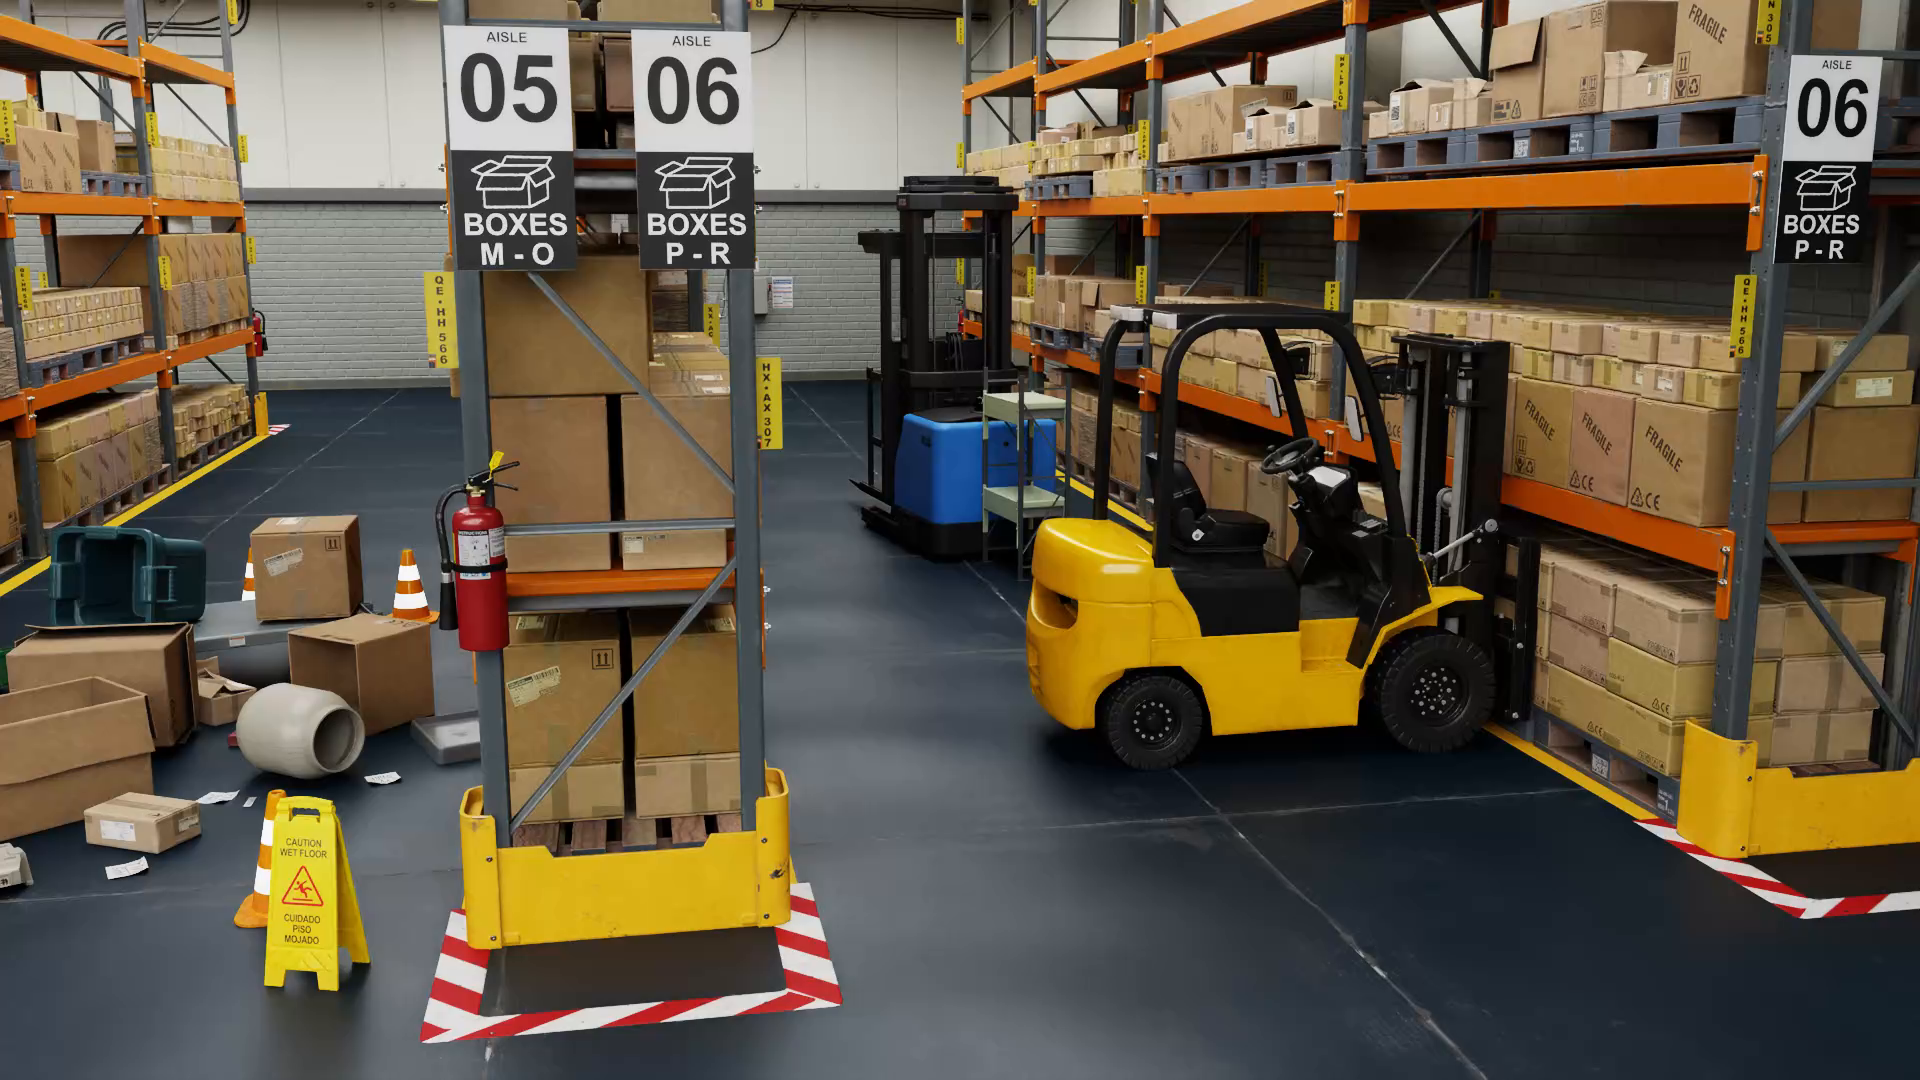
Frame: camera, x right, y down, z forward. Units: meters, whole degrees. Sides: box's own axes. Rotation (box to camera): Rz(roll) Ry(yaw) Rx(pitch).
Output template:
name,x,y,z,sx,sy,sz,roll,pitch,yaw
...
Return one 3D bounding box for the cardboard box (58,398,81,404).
name,x,y,z,sx,sy,sz,roll,pitch,yaw
cardboard box,-8.395,-1.146,15.253,0.500,0.250,0.500,-2,11,-9

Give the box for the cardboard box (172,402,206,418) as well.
name,x,y,z,sx,sy,sz,roll,pitch,yaw
cardboard box,-8.385,-1.405,17.966,0.380,0.149,0.250,-2,11,-10

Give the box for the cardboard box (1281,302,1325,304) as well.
name,x,y,z,sx,sy,sz,roll,pitch,yaw
cardboard box,2.730,-1.774,12.994,0.380,0.149,0.250,-2,11,-12

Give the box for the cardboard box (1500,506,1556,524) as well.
name,x,y,z,sx,sy,sz,roll,pitch,yaw
cardboard box,3.358,-0.033,9.402,0.500,0.250,0.500,-2,11,-11

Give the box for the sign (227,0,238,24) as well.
name,x,y,z,sx,sy,sz,roll,pitch,yaw
sign,-8.615,-6.276,19.682,0.100,0.325,0.005,-2,11,-11

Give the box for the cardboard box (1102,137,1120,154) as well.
name,x,y,z,sx,sy,sz,roll,pitch,yaw
cardboard box,1.539,-3.674,15.496,0.380,0.149,0.250,-2,11,-12

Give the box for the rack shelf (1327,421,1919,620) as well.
name,x,y,z,sx,sy,sz,roll,pitch,yaw
rack shelf,3.264,-0.235,8.830,1.077,0.370,4.000,-2,11,-11

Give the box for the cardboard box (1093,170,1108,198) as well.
name,x,y,z,sx,sy,sz,roll,pitch,yaw
cardboard box,1.563,-3.357,15.693,0.500,0.250,0.500,-2,11,-11

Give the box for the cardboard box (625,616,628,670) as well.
name,x,y,z,sx,sy,sz,roll,pitch,yaw
cardboard box,-2.029,0.586,8.824,0.500,0.250,0.500,-1,11,-8

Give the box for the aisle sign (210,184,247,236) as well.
name,x,y,z,sx,sy,sz,roll,pitch,yaw
aisle sign,-8.883,-4.077,20.143,0.394,0.787,0.004,-2,11,-11

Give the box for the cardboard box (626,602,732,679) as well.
name,x,y,z,sx,sy,sz,roll,pitch,yaw
cardboard box,-1.212,0.478,7.388,0.500,0.500,0.500,-3,11,-13

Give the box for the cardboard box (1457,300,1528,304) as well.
name,x,y,z,sx,sy,sz,roll,pitch,yaw
cardboard box,3.241,-1.374,10.093,0.380,0.149,0.250,-2,11,-13

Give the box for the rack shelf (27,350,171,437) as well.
name,x,y,z,sx,sy,sz,roll,pitch,yaw
rack shelf,-7.996,-1.322,14.544,1.077,0.370,4.000,-2,11,-11

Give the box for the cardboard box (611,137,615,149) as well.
name,x,y,z,sx,sy,sz,roll,pitch,yaw
cardboard box,-1.426,-1.790,7.728,0.380,0.149,0.250,-2,11,-12

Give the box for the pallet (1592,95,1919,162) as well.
name,x,y,z,sx,sy,sz,roll,pitch,yaw
pallet,3.540,-1.782,7.250,1.003,0.211,1.213,-2,11,-11

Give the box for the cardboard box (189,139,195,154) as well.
name,x,y,z,sx,sy,sz,roll,pitch,yaw
cardboard box,-8.477,-4.236,17.906,0.380,0.149,0.250,-2,11,-13

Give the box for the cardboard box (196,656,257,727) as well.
name,x,y,z,sx,sy,sz,roll,pitch,yaw
cardboard box,-3.940,0.797,8.799,0.396,0.266,0.258,9,14,38

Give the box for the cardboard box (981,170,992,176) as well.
name,x,y,z,sx,sy,sz,roll,pitch,yaw
cardboard box,0.565,-4.424,20.498,0.500,0.250,0.500,-2,11,-13

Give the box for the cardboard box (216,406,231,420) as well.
name,x,y,z,sx,sy,sz,roll,pitch,yaw
cardboard box,-8.565,-1.452,19.007,0.380,0.149,0.250,-2,11,-10

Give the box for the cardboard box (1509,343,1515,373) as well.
name,x,y,z,sx,sy,sz,roll,pitch,yaw
cardboard box,2.960,-0.970,8.769,0.380,0.149,0.250,-2,11,-12

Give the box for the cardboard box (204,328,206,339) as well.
name,x,y,z,sx,sy,sz,roll,pitch,yaw
cardboard box,-8.521,-2.270,18.272,0.380,0.149,0.250,-2,11,-9

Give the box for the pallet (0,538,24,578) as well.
name,x,y,z,sx,sy,sz,roll,pitch,yaw
pallet,-7.528,0.209,12.036,1.003,0.211,1.213,-2,11,-11

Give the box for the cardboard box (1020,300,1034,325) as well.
name,x,y,z,sx,sy,sz,roll,pitch,yaw
cardboard box,0.980,-2.579,18.829,0.500,0.250,0.500,-2,11,-10

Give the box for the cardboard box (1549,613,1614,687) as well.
name,x,y,z,sx,sy,sz,roll,pitch,yaw
cardboard box,3.164,0.507,7.902,0.500,0.250,0.500,-2,11,-12

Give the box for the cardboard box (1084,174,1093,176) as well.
name,x,y,z,sx,sy,sz,roll,pitch,yaw
cardboard box,1.518,-3.930,17.581,0.380,0.149,0.250,-2,11,-9

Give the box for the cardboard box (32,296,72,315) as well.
name,x,y,z,sx,sy,sz,roll,pitch,yaw
cardboard box,-7.711,-1.968,13.972,0.380,0.149,0.250,-2,11,-8

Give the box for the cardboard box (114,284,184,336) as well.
name,x,y,z,sx,sy,sz,roll,pitch,yaw
cardboard box,-8.235,-2.338,16.892,0.500,0.500,0.500,-2,11,-12

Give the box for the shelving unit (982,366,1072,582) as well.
name,x,y,z,sx,sy,sz,roll,pitch,yaw
shelving unit,0.487,-0.511,12.370,0.431,1.500,0.755,-4,11,-19

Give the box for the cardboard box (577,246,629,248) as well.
name,x,y,z,sx,sy,sz,roll,pitch,yaw
cardboard box,-1.972,-1.184,8.157,0.700,0.500,0.500,-2,11,-12

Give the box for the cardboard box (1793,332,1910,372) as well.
name,x,y,z,sx,sy,sz,roll,pitch,yaw
cardboard box,3.797,-0.804,7.103,0.380,0.149,0.250,-2,11,-12

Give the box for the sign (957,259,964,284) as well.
name,x,y,z,sx,sy,sz,roll,pitch,yaw
sign,0.008,-3.561,22.069,0.100,0.325,0.005,-2,11,-11

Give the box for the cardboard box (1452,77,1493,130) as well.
name,x,y,z,sx,sy,sz,roll,pitch,yaw
cardboard box,2.865,-2.334,8.886,0.396,0.266,0.258,-2,11,-12

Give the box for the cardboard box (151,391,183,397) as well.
name,x,y,z,sx,sy,sz,roll,pitch,yaw
cardboard box,-9.170,-1.626,19.127,0.380,0.149,0.250,-3,11,-14

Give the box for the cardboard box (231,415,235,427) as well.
name,x,y,z,sx,sy,sz,roll,pitch,yaw
cardboard box,-8.740,-1.398,19.519,0.380,0.149,0.250,-2,11,-11

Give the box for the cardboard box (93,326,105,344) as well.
name,x,y,z,sx,sy,sz,roll,pitch,yaw
cardboard box,-7.857,-1.821,14.789,0.380,0.149,0.250,-2,11,-9

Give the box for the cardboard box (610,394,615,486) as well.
name,x,y,z,sx,sy,sz,roll,pitch,yaw
cardboard box,-1.778,-0.509,7.283,0.500,0.500,0.500,-2,11,-11

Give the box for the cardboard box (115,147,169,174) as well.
name,x,y,z,sx,sy,sz,roll,pitch,yaw
cardboard box,-8.244,-3.785,16.600,0.500,0.250,0.500,-2,11,-9

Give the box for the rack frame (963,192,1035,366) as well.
name,x,y,z,sx,sy,sz,roll,pitch,yaw
rack frame,0.541,-3.156,22.254,1.000,3.000,0.127,-2,11,-11

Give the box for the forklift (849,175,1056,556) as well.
name,x,y,z,sx,sy,sz,roll,pitch,yaw
forklift,-0.209,-1.550,13.999,1.130,2.935,3.031,-4,11,-19

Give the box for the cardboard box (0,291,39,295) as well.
name,x,y,z,sx,sy,sz,roll,pitch,yaw
cardboard box,-8.606,-2.185,15.109,0.380,0.149,0.250,-2,11,-12

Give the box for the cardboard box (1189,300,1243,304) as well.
name,x,y,z,sx,sy,sz,roll,pitch,yaw
cardboard box,2.061,-1.844,13.362,0.380,0.149,0.250,-2,11,-10

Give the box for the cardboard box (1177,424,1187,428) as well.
name,x,y,z,sx,sy,sz,roll,pitch,yaw
cardboard box,2.213,-0.845,15.675,0.500,0.500,0.500,-2,11,-11

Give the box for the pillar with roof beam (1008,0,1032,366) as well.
name,x,y,z,sx,sy,sz,roll,pitch,yaw
pillar with roof beam,-3.322,-6.473,23.640,9.100,9.000,0.400,-2,11,-11

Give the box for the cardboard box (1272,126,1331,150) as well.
name,x,y,z,sx,sy,sz,roll,pitch,yaw
cardboard box,2.363,-2.751,11.386,0.380,0.149,0.250,-2,11,-11

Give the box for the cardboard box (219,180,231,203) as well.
name,x,y,z,sx,sy,sz,roll,pitch,yaw
cardboard box,-8.709,-4.009,19.114,0.500,0.250,0.500,-2,11,-11

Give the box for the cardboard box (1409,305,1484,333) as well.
name,x,y,z,sx,sy,sz,roll,pitch,yaw
cardboard box,2.793,-1.257,9.482,0.380,0.149,0.250,-2,11,-10

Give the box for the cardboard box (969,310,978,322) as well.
name,x,y,z,sx,sy,sz,roll,pitch,yaw
cardboard box,0.335,-2.962,21.908,0.380,0.149,0.250,-2,11,-11

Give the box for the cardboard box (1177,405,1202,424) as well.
name,x,y,z,sx,sy,sz,roll,pitch,yaw
cardboard box,2.149,-1.185,15.726,0.380,0.149,0.250,-2,11,-10

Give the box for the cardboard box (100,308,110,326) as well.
name,x,y,z,sx,sy,sz,roll,pitch,yaw
cardboard box,-7.910,-2.014,15.008,0.380,0.149,0.250,-3,11,-14

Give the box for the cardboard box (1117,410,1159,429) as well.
name,x,y,z,sx,sy,sz,roll,pitch,yaw
cardboard box,1.669,-1.116,15.363,0.380,0.149,0.250,-3,11,-14

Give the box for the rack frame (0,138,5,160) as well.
name,x,y,z,sx,sy,sz,roll,pitch,yaw
rack frame,-7.607,-4.256,11.989,1.000,3.000,0.127,-2,11,-11

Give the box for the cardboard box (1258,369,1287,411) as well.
name,x,y,z,sx,sy,sz,roll,pitch,yaw
cardboard box,2.417,-1.056,11.623,0.500,0.250,0.500,-2,11,-11

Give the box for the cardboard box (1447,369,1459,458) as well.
name,x,y,z,sx,sy,sz,roll,pitch,yaw
cardboard box,2.922,-0.725,9.217,0.500,0.500,0.500,-2,11,-12

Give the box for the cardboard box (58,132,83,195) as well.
name,x,y,z,sx,sy,sz,roll,pitch,yaw
cardboard box,-7.664,-3.129,13.822,0.500,0.500,0.500,-2,11,-11

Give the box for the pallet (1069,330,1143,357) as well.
name,x,y,z,sx,sy,sz,roll,pitch,yaw
pallet,1.714,-1.951,16.436,1.003,0.211,1.213,-2,11,-11

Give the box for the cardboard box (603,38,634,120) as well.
name,x,y,z,sx,sy,sz,roll,pitch,yaw
cardboard box,-1.052,-1.688,6.125,0.500,0.250,0.500,-2,11,-12

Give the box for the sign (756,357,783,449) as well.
name,x,y,z,sx,sy,sz,roll,pitch,yaw
sign,-0.683,-0.485,5.907,0.100,0.325,0.005,-2,11,-11

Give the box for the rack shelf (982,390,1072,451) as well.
name,x,y,z,sx,sy,sz,roll,pitch,yaw
rack shelf,0.487,-0.894,12.297,0.431,0.370,0.720,-4,11,-19
